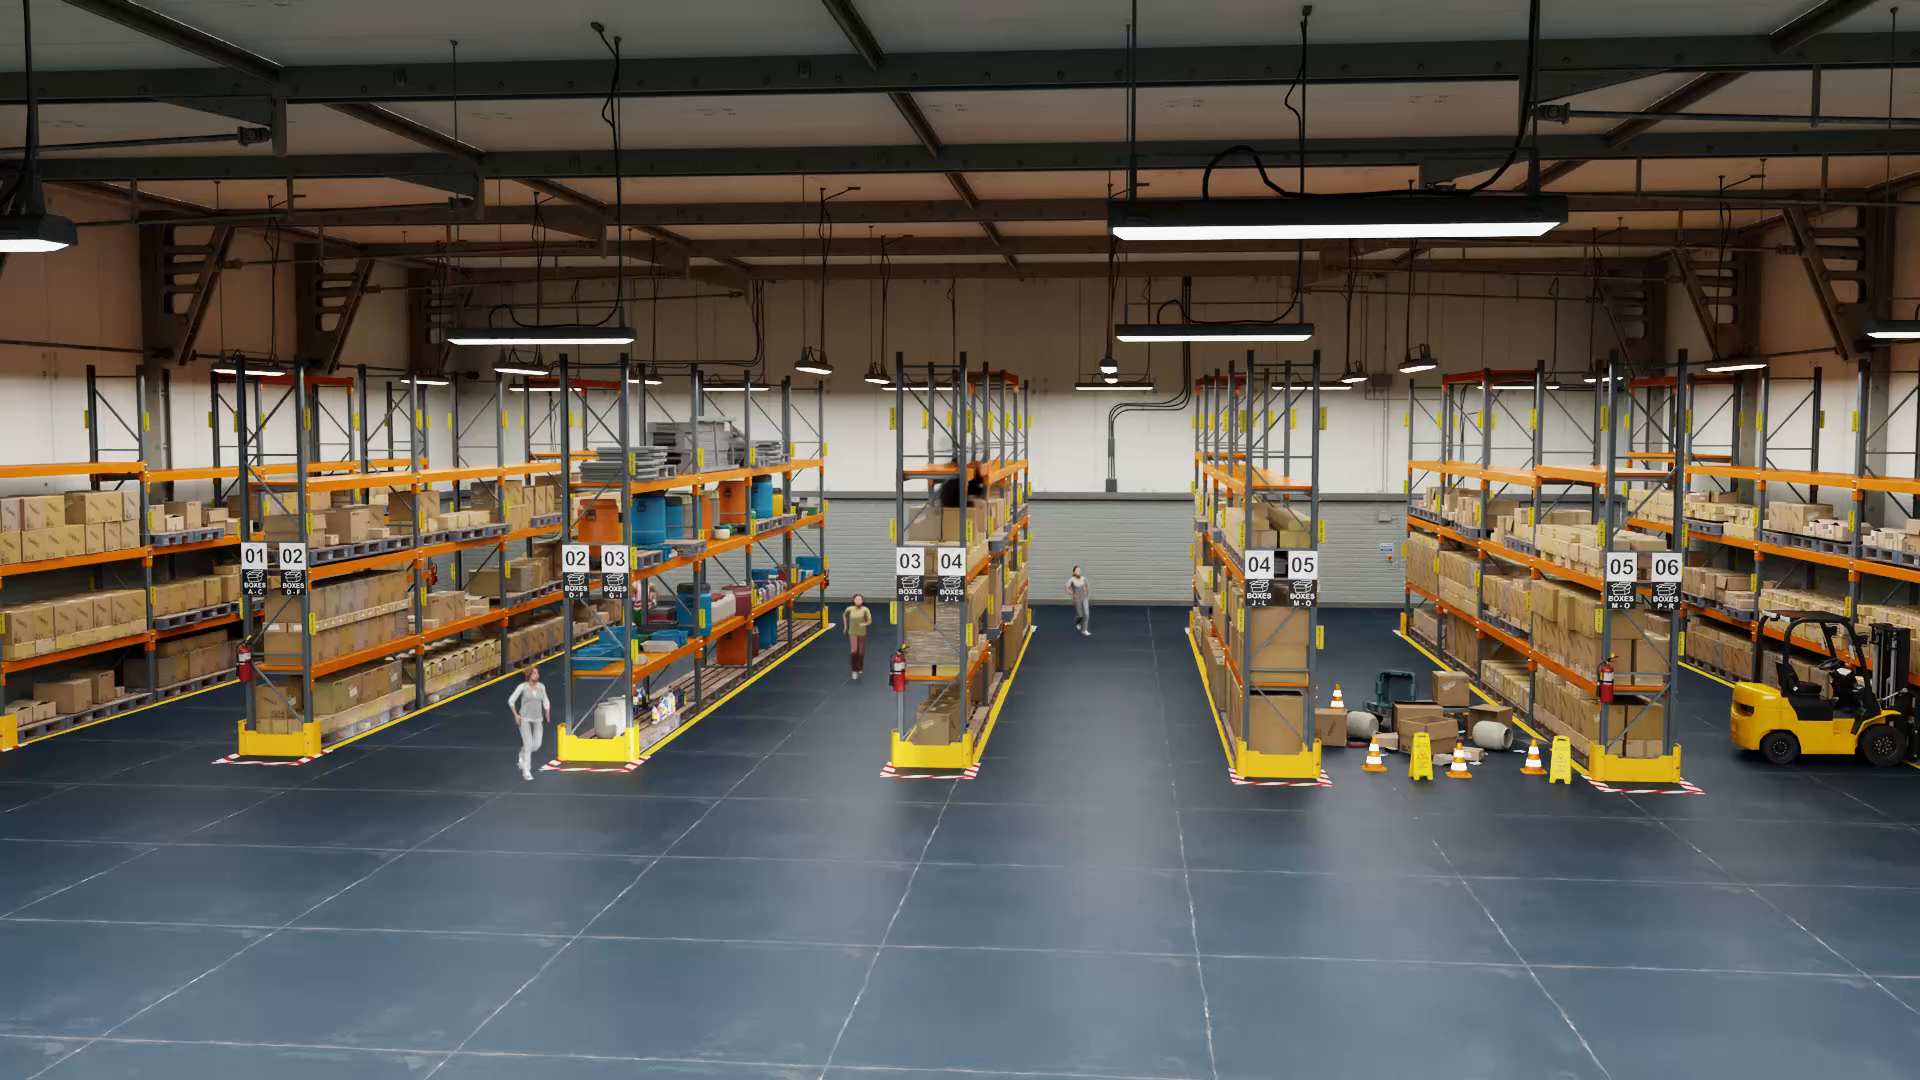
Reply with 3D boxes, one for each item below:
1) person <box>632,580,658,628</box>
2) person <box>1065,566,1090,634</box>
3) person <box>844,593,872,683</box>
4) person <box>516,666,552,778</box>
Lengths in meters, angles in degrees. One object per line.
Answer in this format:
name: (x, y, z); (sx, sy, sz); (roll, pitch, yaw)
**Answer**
person: (-6.866, 1.547, 35.926); (0.656, 1.696, 0.676); (-1, 4, -9)
person: (2.792, 1.413, 39.011); (0.577, 1.624, 0.603); (-1, 4, -14)
person: (-1.969, 1.862, 32.135); (0.555, 1.695, 0.912); (0, 4, -4)
person: (-5.933, 2.564, 23.364); (0.561, 1.571, 0.467); (-3, 5, -36)
